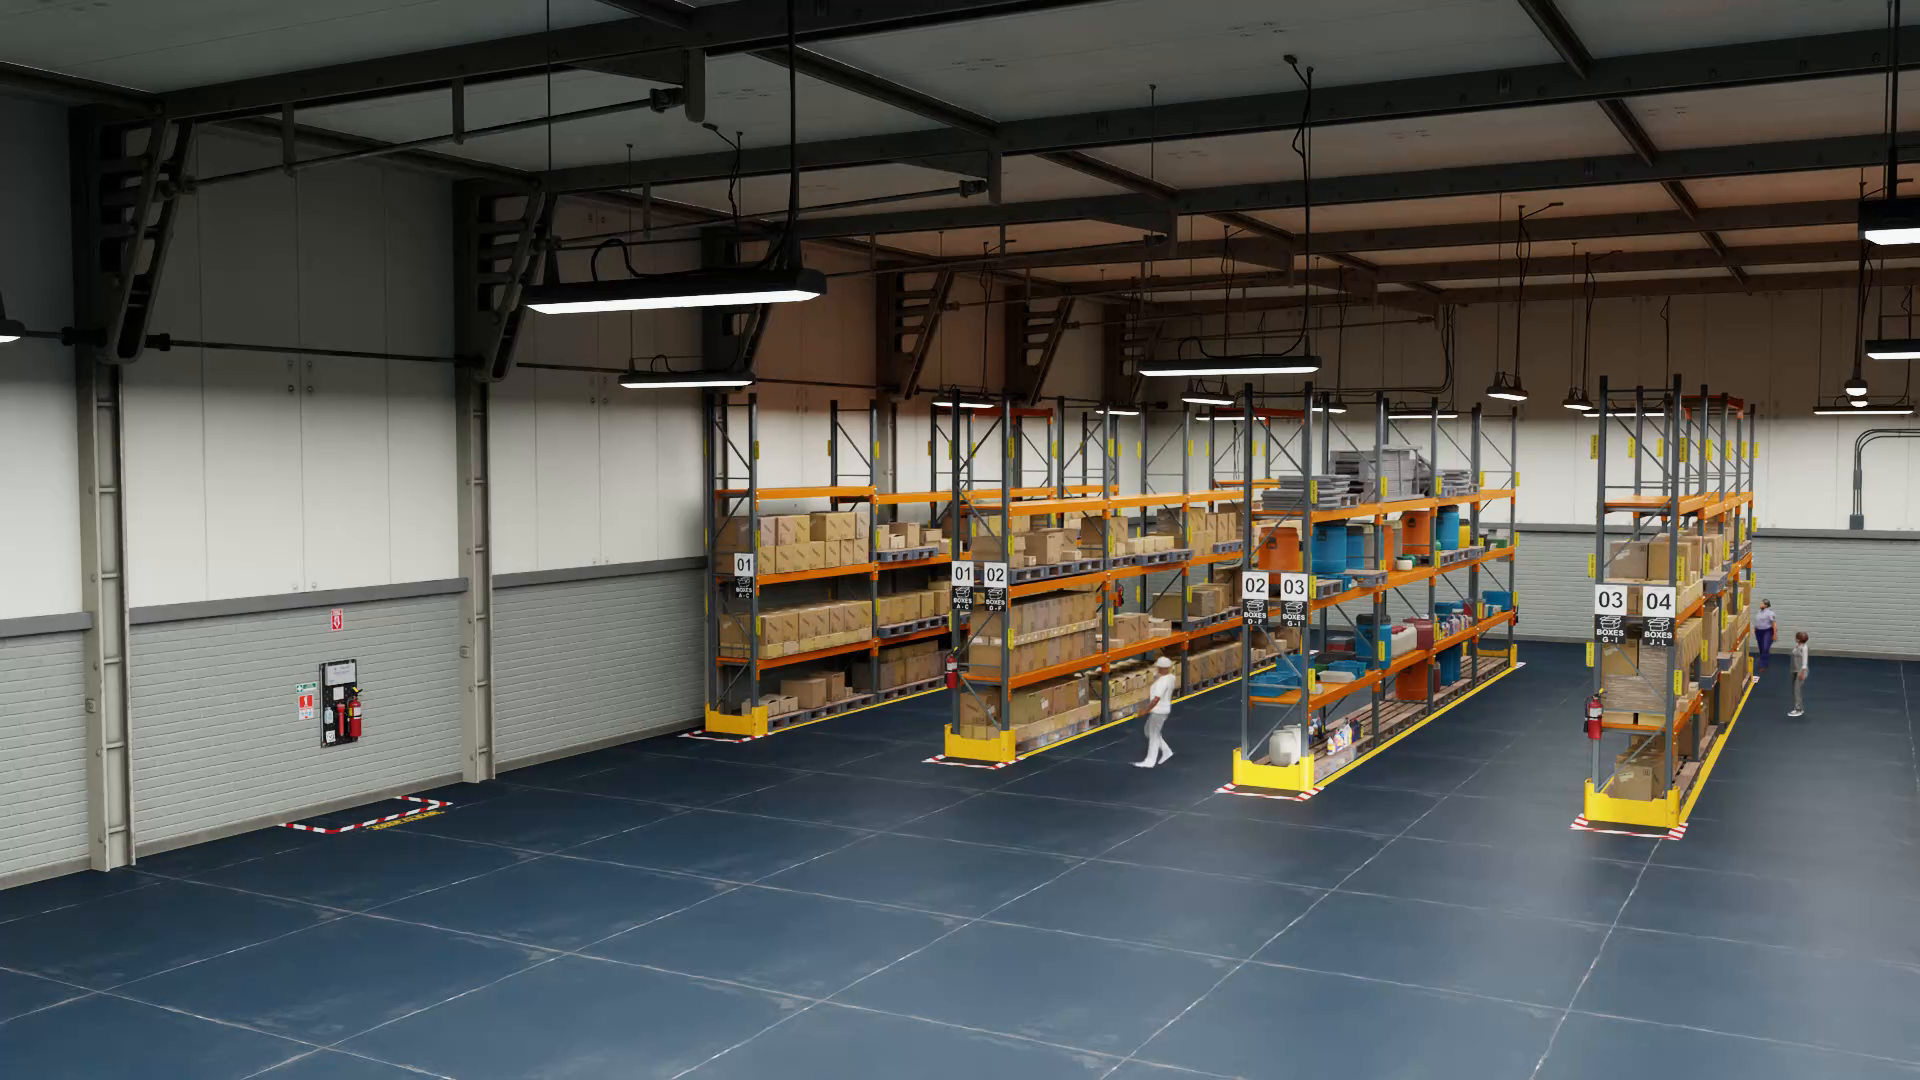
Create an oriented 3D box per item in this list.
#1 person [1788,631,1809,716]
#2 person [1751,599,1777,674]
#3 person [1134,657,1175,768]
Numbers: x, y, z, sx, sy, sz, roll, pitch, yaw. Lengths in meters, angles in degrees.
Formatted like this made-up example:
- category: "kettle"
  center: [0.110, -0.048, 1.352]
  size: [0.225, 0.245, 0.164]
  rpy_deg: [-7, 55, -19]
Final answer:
- category: "person"
  center: [15.845, 2.522, 31.435]
  size: [0.493, 1.602, 0.469]
  rpy_deg: [-1, 3, -11]
- category: "person"
  center: [18.140, 2.156, 37.543]
  size: [0.739, 1.650, 0.549]
  rpy_deg: [-2, 4, -36]
- category: "person"
  center: [3.070, 2.708, 26.226]
  size: [0.626, 1.753, 0.646]
  rpy_deg: [0, 3, 8]
